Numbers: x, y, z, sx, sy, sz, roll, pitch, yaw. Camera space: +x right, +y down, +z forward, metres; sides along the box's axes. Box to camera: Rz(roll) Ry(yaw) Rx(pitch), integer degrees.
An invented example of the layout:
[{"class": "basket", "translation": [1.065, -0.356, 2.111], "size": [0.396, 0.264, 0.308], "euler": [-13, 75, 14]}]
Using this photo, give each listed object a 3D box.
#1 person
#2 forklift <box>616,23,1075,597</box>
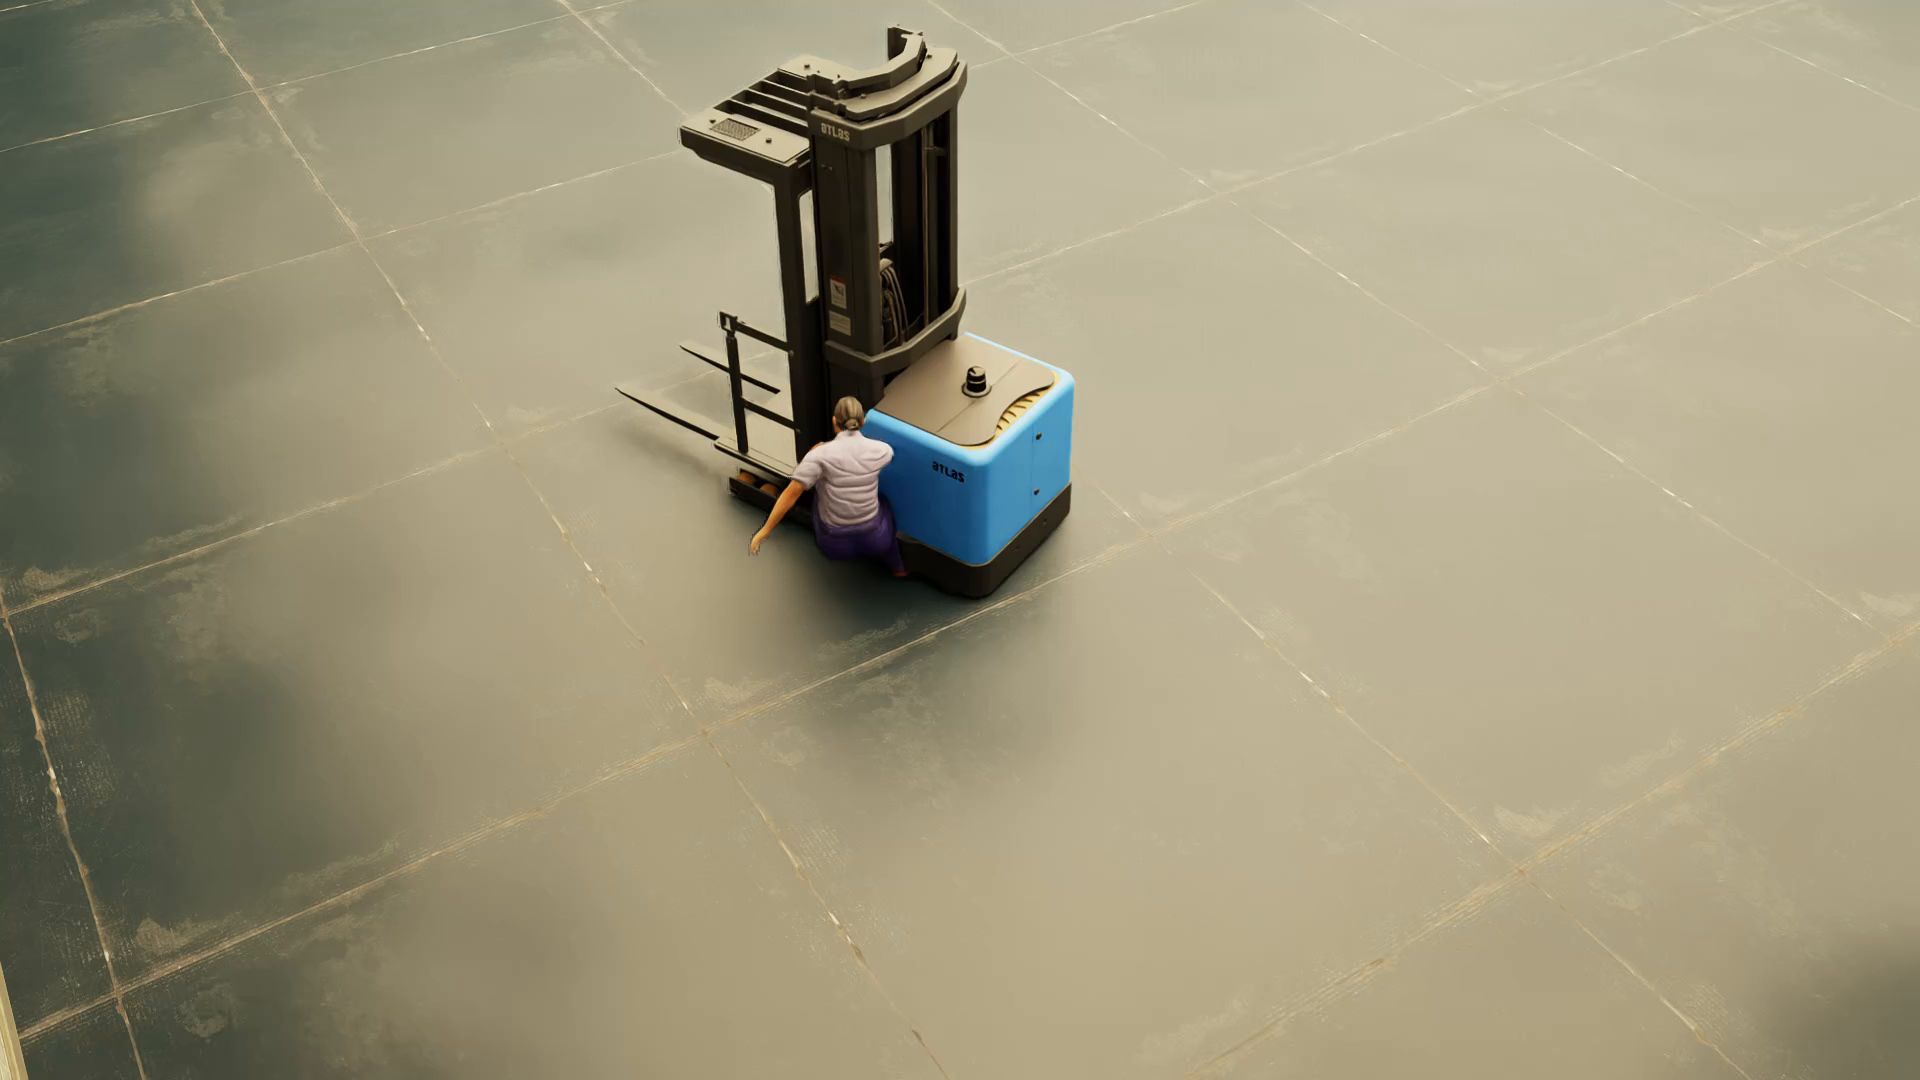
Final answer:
[{"class": "person", "translation": [-0.730, -0.221, 9.382], "size": [1.014, 1.386, 0.898], "euler": [-9, 42, -10]}, {"class": "forklift", "translation": [-0.824, -1.546, 9.640], "size": [3.031, 2.935, 1.130], "euler": [25, 47, 25]}]
